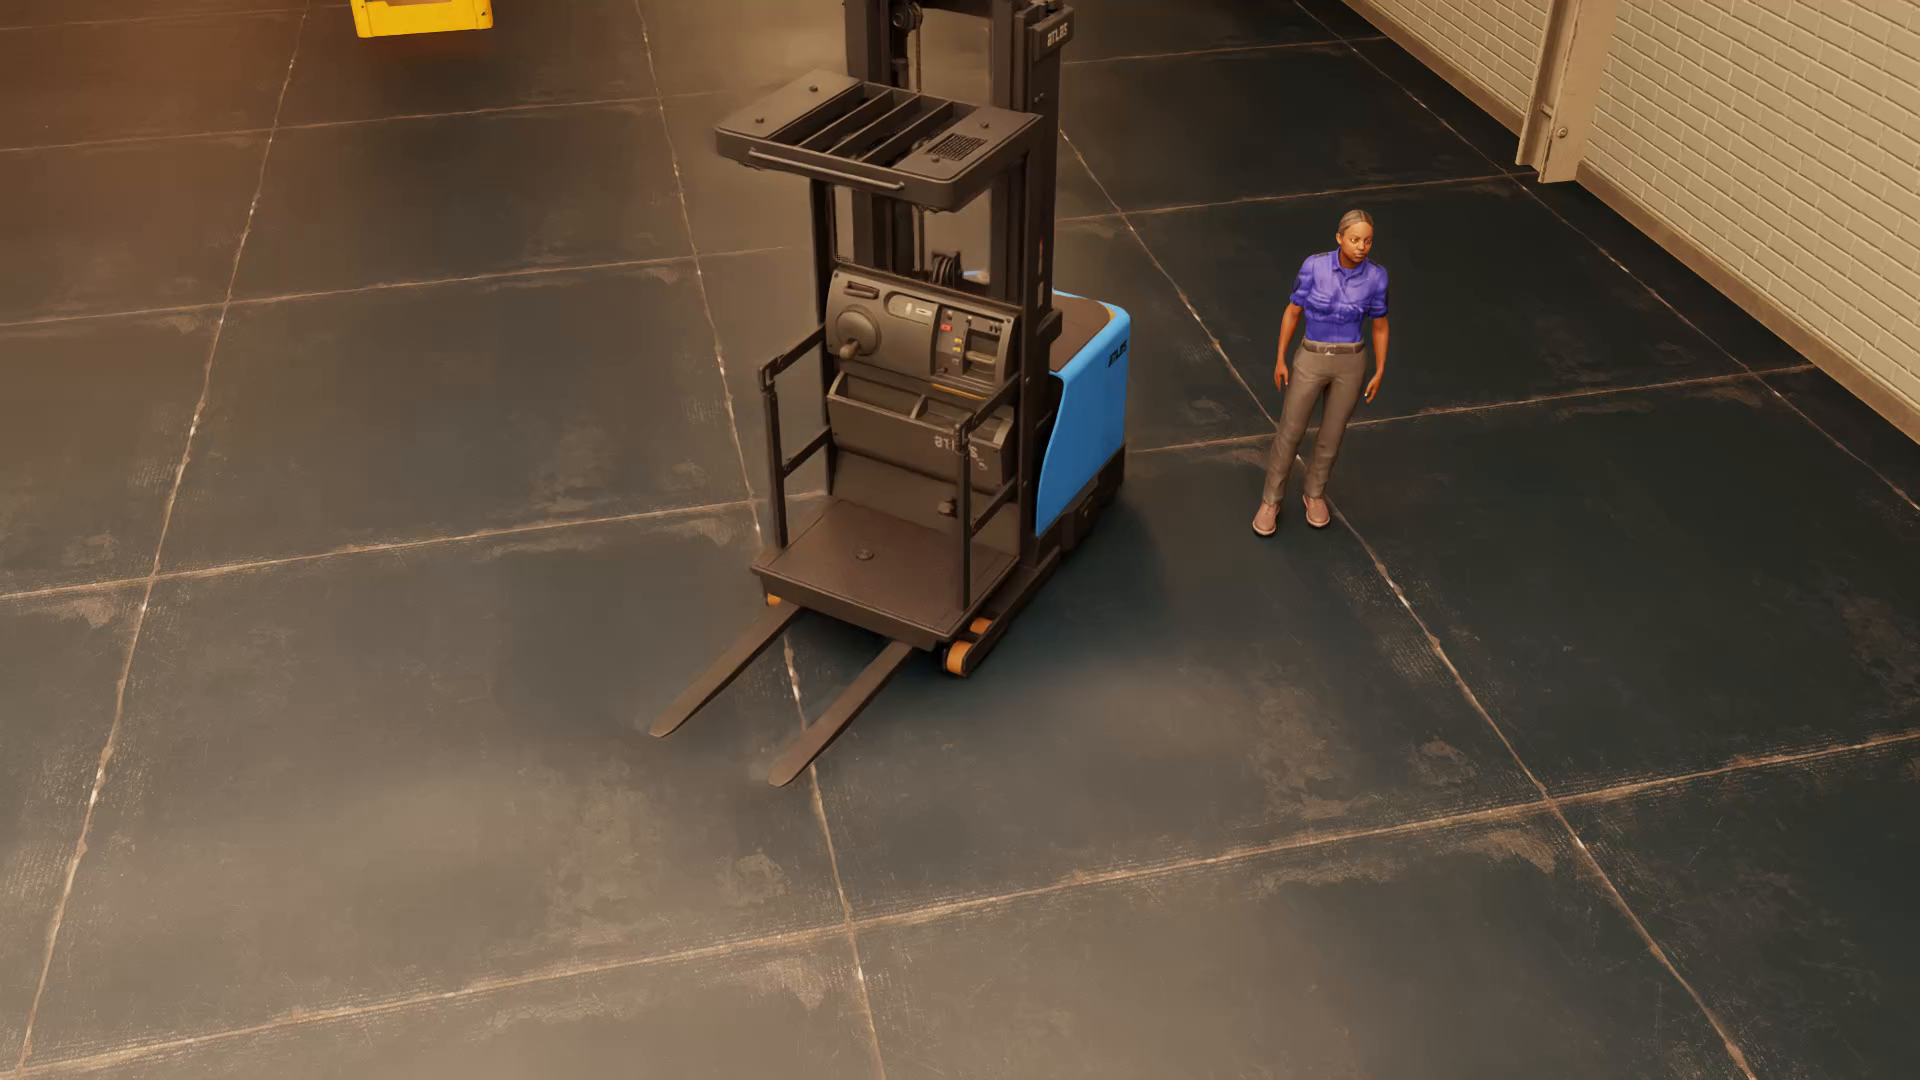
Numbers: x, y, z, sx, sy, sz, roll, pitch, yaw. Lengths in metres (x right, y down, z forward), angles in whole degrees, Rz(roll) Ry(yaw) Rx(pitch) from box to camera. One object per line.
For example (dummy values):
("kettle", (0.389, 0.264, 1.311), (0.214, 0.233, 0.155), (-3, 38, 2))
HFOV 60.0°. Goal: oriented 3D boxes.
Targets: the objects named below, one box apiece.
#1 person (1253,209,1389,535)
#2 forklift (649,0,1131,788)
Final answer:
("person", (1.823, -0.814, 8.262), (0.570, 1.654, 0.504), (4, 36, 6))
("forklift", (-0.288, -0.866, 7.254), (1.130, 2.935, 3.031), (18, 40, 23))
